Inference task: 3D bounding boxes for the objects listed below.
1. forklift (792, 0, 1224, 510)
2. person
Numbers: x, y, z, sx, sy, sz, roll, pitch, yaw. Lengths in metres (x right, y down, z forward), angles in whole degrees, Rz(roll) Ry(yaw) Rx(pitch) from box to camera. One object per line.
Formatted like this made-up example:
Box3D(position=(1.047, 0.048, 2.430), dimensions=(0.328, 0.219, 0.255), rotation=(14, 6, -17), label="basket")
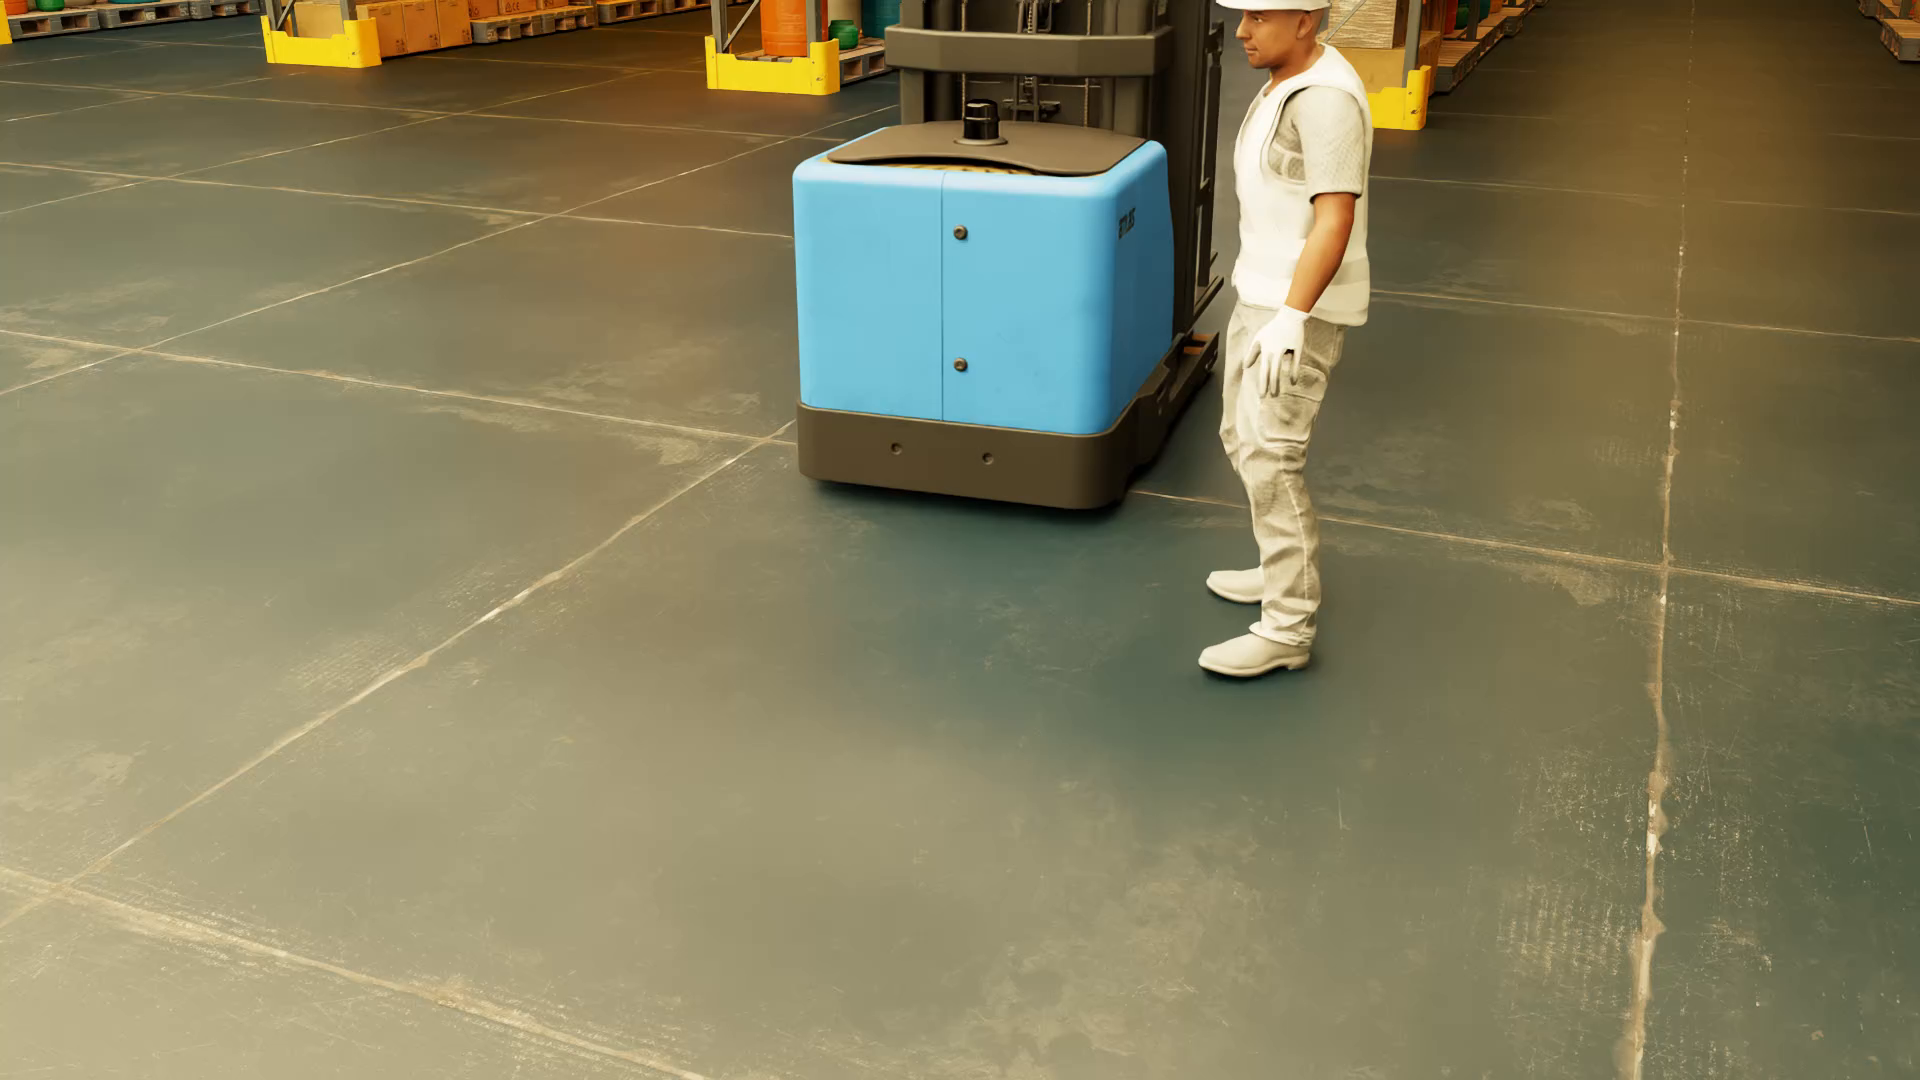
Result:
Box3D(position=(0.409, -1.986, 6.043), dimensions=(1.130, 2.935, 3.031), rotation=(7, 24, 16), label="forklift")
Box3D(position=(0.820, -0.600, 4.256), dimensions=(0.414, 1.754, 0.812), rotation=(0, 23, 0), label="person")
